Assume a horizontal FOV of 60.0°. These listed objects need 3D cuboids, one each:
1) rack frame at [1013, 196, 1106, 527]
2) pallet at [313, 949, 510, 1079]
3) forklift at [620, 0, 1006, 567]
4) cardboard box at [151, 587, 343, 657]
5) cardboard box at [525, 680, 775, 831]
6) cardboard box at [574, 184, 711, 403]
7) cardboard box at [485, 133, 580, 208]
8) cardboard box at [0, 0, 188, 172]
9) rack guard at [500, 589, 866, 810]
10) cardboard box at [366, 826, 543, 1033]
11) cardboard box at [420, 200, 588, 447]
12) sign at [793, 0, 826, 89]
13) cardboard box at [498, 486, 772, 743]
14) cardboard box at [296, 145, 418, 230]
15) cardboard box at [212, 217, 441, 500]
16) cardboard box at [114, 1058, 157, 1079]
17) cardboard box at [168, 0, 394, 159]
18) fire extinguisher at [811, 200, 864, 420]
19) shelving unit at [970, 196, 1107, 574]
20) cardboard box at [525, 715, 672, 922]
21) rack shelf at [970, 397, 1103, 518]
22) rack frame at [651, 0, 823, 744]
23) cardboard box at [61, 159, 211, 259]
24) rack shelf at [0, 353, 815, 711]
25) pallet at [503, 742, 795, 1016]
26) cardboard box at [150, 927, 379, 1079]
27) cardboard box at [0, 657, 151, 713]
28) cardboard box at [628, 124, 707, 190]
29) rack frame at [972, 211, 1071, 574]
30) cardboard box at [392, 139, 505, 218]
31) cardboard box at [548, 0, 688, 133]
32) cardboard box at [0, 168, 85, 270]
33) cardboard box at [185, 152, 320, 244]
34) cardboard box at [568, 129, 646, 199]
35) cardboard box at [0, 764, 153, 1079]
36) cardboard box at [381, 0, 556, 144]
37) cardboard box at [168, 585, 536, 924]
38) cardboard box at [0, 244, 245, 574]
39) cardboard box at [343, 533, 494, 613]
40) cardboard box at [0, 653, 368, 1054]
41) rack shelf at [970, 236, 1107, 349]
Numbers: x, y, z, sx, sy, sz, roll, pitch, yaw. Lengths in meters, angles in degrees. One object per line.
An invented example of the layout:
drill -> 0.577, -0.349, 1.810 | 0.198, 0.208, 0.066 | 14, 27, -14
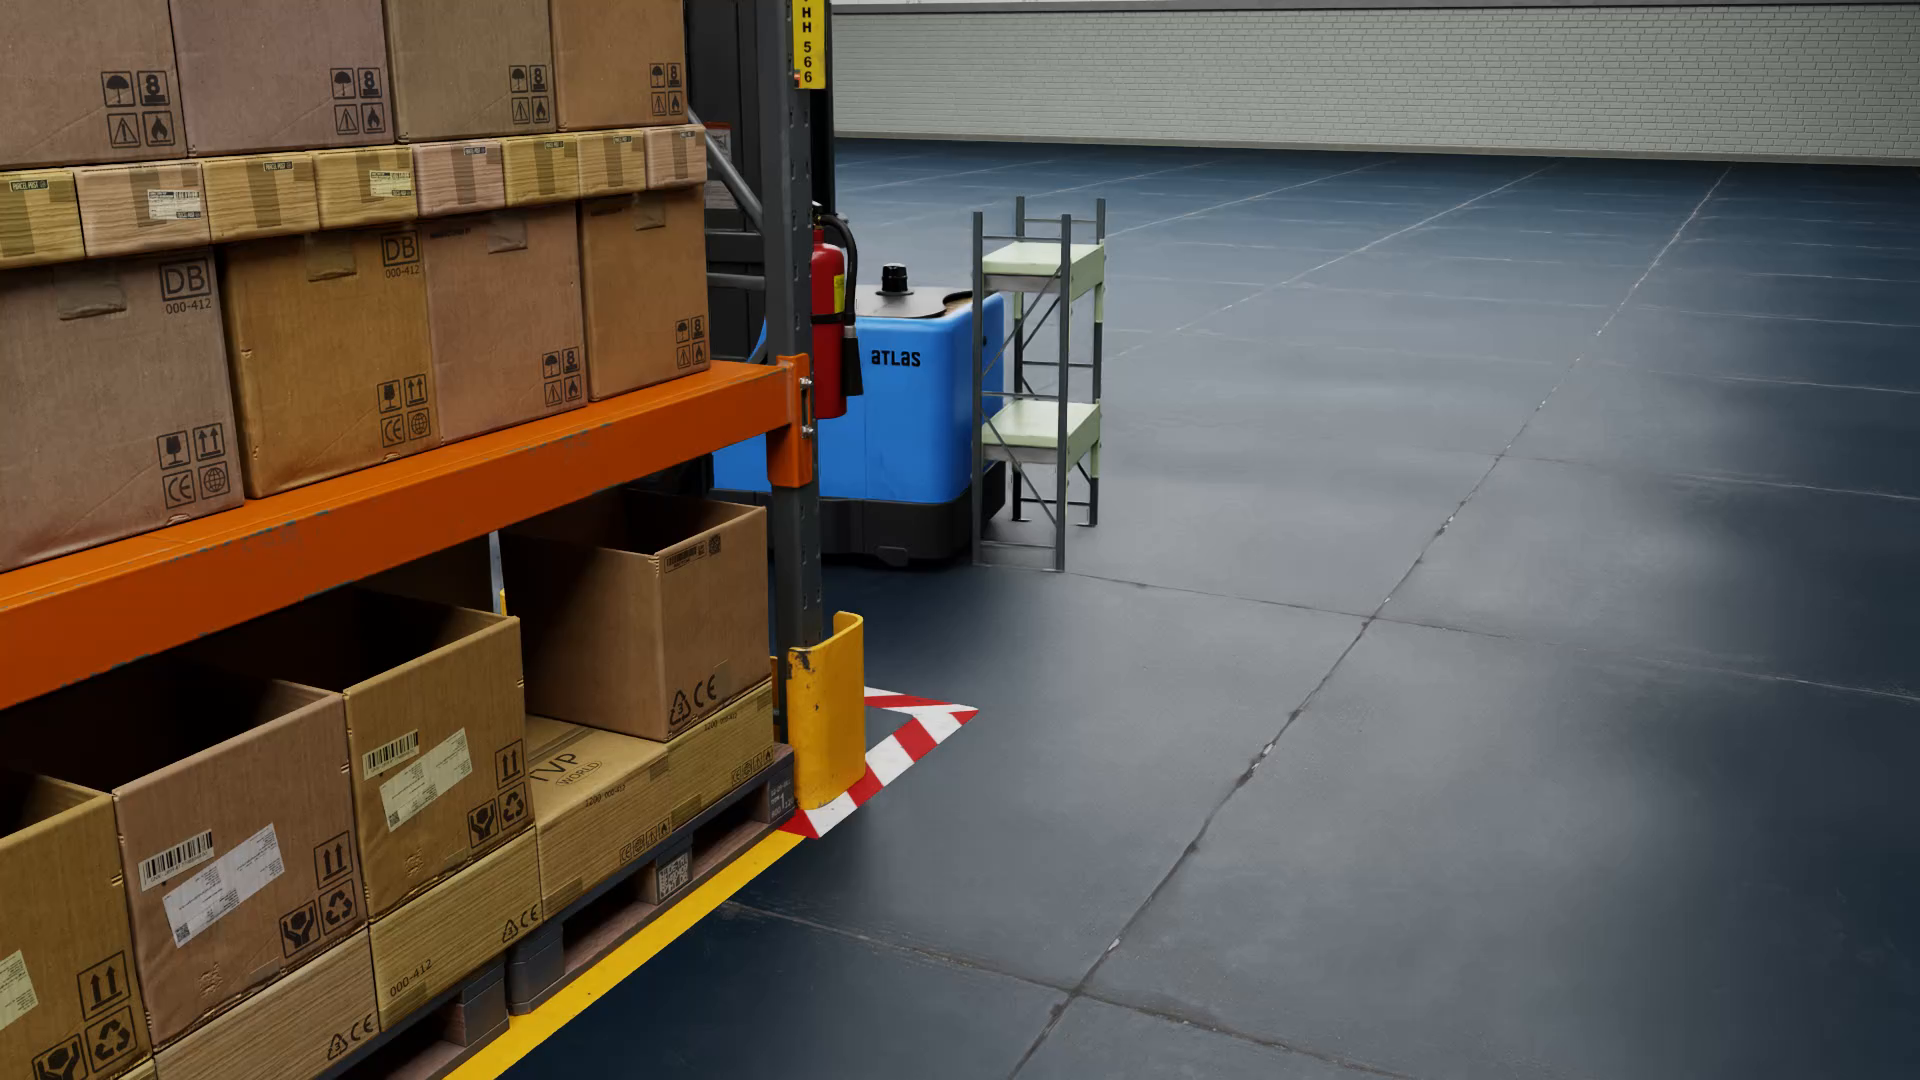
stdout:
rack frame -> 0.444, -0.796, 7.568 | 0.400, 1.500, 0.023 | 5, 17, 15
pallet -> -1.729, 1.093, 3.473 | 1.003, 0.211, 1.213 | 8, 18, 25
forklift -> -1.361, -1.505, 7.444 | 3.031, 2.935, 1.130 | 5, 17, 15
cardboard box -> -1.750, 0.369, 3.789 | 0.500, 0.500, 0.500 | 8, 18, 25
cardboard box -> -0.853, 0.538, 4.538 | 0.500, 0.250, 0.500 | 8, 18, 25
cardboard box -> -1.098, -0.684, 4.383 | 0.700, 0.500, 0.500 | 8, 18, 25
cardboard box -> -1.108, -0.859, 3.832 | 0.380, 0.149, 0.250 | 8, 18, 25
cardboard box -> -1.800, -0.902, 2.838 | 0.700, 0.500, 0.500 | 8, 18, 25
rack guard -> -0.867, 0.439, 5.169 | 1.175, 0.500, 0.348 | 8, 18, 25
cardboard box -> -1.288, 0.794, 3.674 | 0.500, 0.250, 0.500 | 8, 18, 25
cardboard box -> -1.328, -0.550, 3.931 | 0.700, 0.500, 0.500 | 9, 19, 27
sign -> -0.399, -1.349, 4.350 | 0.100, 0.325, 0.005 | 8, 18, 25
cardboard box -> -0.851, 0.178, 4.430 | 0.500, 0.500, 0.500 | 8, 18, 25
cardboard box -> -1.340, -0.728, 3.392 | 0.380, 0.149, 0.250 | 9, 19, 27
cardboard box -> -1.556, -0.424, 3.508 | 0.700, 0.500, 0.500 | 8, 18, 26
cardboard box -> -1.731, 1.049, 2.815 | 0.500, 0.250, 0.500 | 8, 18, 25
cardboard box -> -1.576, -1.029, 3.267 | 0.700, 0.500, 0.500 | 8, 18, 26
fire extinguisher -> -0.410, -0.687, 4.706 | 0.296, 0.674, 0.183 | 8, 18, 25
shelving unit -> 0.346, -0.695, 7.230 | 0.431, 1.500, 0.755 | 5, 17, 15
cardboard box -> -1.066, 0.666, 4.104 | 0.500, 0.250, 0.500 | 8, 18, 25
rack shelf -> 0.346, -0.383, 7.323 | 0.431, 0.370, 0.720 | 5, 17, 15
rack frame -> -0.878, -0.753, 4.793 | 1.000, 3.000, 0.127 | 8, 18, 25
cardboard box -> -1.570, -0.595, 2.946 | 0.380, 0.149, 0.250 | 8, 18, 25
rack shelf -> -1.772, 0.101, 3.180 | 1.077, 0.370, 4.000 | 8, 18, 25
pallet -> -1.182, 0.783, 4.516 | 1.003, 0.211, 1.213 | 8, 18, 25
cardboard box -> -1.513, 0.921, 3.246 | 0.500, 0.250, 0.500 | 8, 18, 25
cardboard box -> -1.989, 0.494, 3.368 | 0.500, 0.500, 0.500 | 8, 18, 25
cardboard box -> -0.878, -0.991, 4.277 | 0.380, 0.149, 0.250 | 8, 18, 24
rack frame -> 0.248, -0.595, 6.892 | 0.400, 1.500, 0.023 | 5, 17, 15
cardboard box -> -1.223, -0.795, 3.617 | 0.380, 0.149, 0.250 | 8, 18, 26
cardboard box -> -1.122, -1.292, 4.153 | 0.700, 0.500, 0.500 | 8, 18, 26
cardboard box -> -1.683, -0.532, 2.733 | 0.380, 0.149, 0.250 | 8, 18, 25
cardboard box -> -1.456, -0.661, 3.166 | 0.380, 0.149, 0.250 | 9, 19, 27
cardboard box -> -0.994, -0.924, 4.052 | 0.380, 0.149, 0.250 | 9, 19, 27
cardboard box -> -1.731, 0.690, 2.708 | 0.500, 0.500, 0.500 | 8, 18, 25
cardboard box -> -1.352, -1.158, 3.700 | 0.700, 0.500, 0.500 | 8, 18, 24
cardboard box -> -1.285, 0.435, 3.566 | 0.500, 0.500, 0.500 | 8, 18, 25
cardboard box -> -1.787, -0.289, 3.055 | 0.700, 0.500, 0.500 | 9, 19, 27
cardboard box -> -1.538, 0.240, 4.223 | 0.500, 0.500, 0.500 | 8, 18, 25
cardboard box -> -1.510, 0.562, 3.138 | 0.500, 0.500, 0.500 | 8, 18, 25
rack shelf -> 0.346, -1.069, 7.119 | 0.431, 0.370, 0.720 | 5, 17, 15
